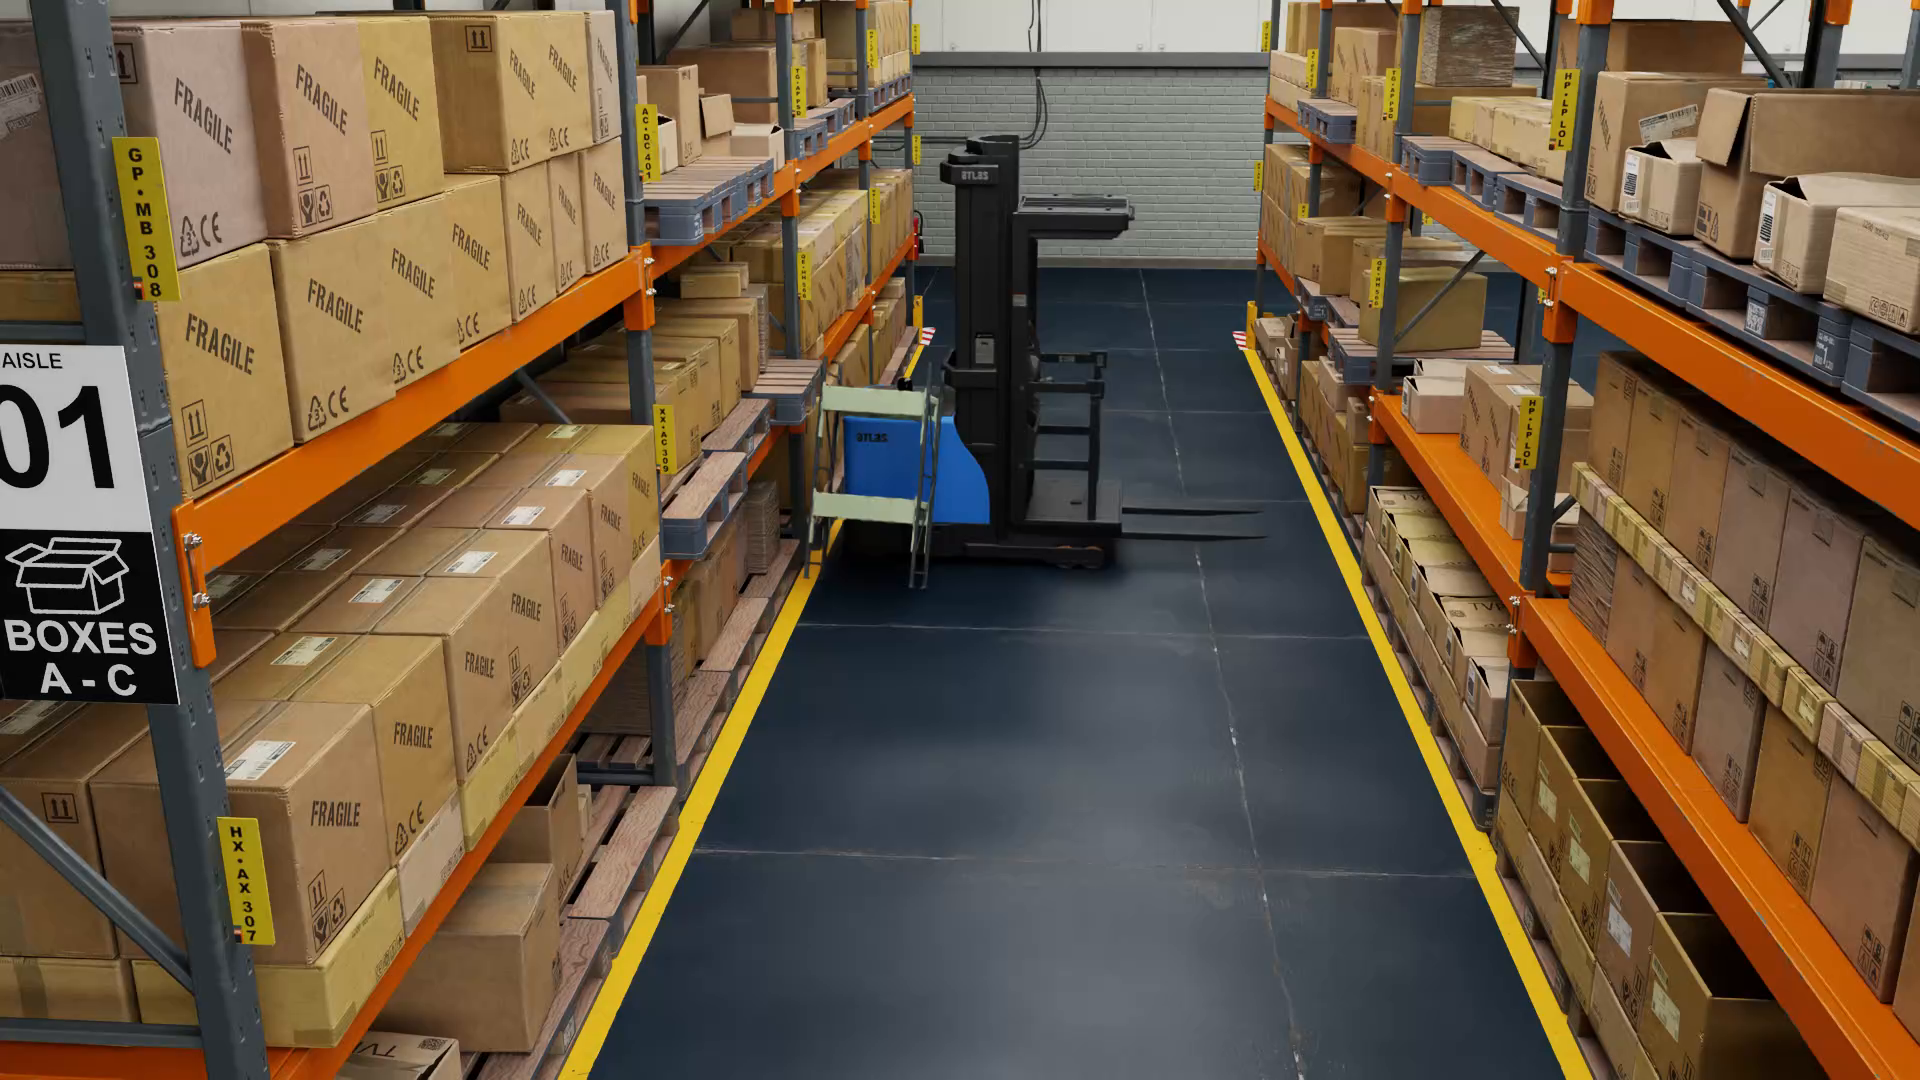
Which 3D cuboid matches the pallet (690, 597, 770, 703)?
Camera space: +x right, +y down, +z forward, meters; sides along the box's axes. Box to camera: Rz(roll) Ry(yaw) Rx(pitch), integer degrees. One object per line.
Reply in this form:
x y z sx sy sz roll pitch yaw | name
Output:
-1.757 0.645 10.114 1.003 0.211 1.213 1 18 4 | pallet

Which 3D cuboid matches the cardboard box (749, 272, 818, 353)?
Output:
-1.320 -1.644 11.952 0.500 0.500 0.500 2 18 6 | cardboard box

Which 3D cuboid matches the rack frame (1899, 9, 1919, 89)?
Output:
8.559 -5.172 13.756 1.000 3.000 0.127 1 18 4 | rack frame

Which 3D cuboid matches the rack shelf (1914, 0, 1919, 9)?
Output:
8.415 -4.019 12.035 1.077 0.370 4.000 1 18 4 | rack shelf

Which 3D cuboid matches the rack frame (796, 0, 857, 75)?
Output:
-1.320 -5.393 14.431 0.949 2.616 0.053 1 18 4 | rack frame

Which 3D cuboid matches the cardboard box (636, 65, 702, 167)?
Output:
-1.689 -2.281 8.916 0.500 0.500 0.500 1 18 2 | cardboard box

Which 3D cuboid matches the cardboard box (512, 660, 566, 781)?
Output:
-1.728 0.625 5.907 0.500 0.250 0.500 1 18 4 | cardboard box

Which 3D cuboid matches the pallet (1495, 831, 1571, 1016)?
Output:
2.946 1.623 7.132 1.003 0.211 1.213 1 18 4 | pallet

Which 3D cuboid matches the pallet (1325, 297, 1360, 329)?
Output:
3.466 -1.704 13.113 1.003 0.211 1.213 1 18 4 | pallet

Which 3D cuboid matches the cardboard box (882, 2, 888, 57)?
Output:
-0.962 -4.875 15.868 0.500 0.500 0.500 1 18 3 | cardboard box

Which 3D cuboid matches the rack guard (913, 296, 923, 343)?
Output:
-1.035 -2.604 19.568 1.175 0.500 0.348 1 18 4 | rack guard

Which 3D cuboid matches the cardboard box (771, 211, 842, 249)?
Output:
-1.220 -2.471 13.273 0.500 0.250 0.500 1 18 3 | cardboard box

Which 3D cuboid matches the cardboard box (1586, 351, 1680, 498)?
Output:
3.019 -0.474 6.810 0.700 0.500 0.500 1 18 4 | cardboard box

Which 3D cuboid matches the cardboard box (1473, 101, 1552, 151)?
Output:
3.336 -2.439 9.799 0.500 0.250 0.500 2 18 5 | cardboard box

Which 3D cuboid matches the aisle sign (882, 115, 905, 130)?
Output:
-0.732 -5.036 18.799 0.394 0.787 0.004 1 18 4 | aisle sign

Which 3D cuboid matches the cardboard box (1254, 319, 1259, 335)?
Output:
3.532 -2.407 18.824 0.380 0.149 0.250 1 18 4 | cardboard box

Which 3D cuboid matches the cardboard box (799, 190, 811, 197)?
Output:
-1.616 -2.960 14.765 0.500 0.250 0.500 2 18 6 | cardboard box

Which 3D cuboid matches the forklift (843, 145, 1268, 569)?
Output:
0.713 -1.326 11.864 3.031 2.867 1.129 2 18 6 | forklift

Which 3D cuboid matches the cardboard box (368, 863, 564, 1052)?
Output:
-1.901 1.547 6.194 0.700 0.500 0.500 0 18 0 | cardboard box

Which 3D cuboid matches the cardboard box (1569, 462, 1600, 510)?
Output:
2.832 -0.225 7.090 0.380 0.149 0.250 1 18 4 | cardboard box

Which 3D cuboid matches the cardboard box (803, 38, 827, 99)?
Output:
-1.496 -3.954 13.987 0.700 0.500 0.500 0 18 1 | cardboard box

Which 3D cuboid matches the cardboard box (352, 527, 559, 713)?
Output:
-1.735 0.274 5.774 0.500 0.500 0.500 2 18 6 | cardboard box

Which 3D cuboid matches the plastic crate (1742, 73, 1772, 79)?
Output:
8.540 -4.814 17.689 0.497 0.269 0.590 1 18 4 | plastic crate

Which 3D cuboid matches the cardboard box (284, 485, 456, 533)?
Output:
-2.221 0.104 6.292 0.500 0.500 0.500 2 18 5 | cardboard box

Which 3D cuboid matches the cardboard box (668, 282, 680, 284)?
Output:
-1.839 -1.651 11.974 0.500 0.500 0.500 1 18 4 | cardboard box

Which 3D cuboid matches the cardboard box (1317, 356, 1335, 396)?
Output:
3.269 -1.355 13.845 0.500 0.250 0.500 1 18 4 | cardboard box

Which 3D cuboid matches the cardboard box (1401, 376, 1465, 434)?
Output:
3.074 -0.875 10.419 0.500 0.311 0.500 1 18 3 | cardboard box

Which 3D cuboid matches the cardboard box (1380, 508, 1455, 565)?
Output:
2.972 -0.031 10.540 0.500 0.311 0.500 1 18 3 | cardboard box

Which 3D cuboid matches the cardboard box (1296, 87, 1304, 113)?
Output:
3.434 -4.099 15.540 0.500 0.250 0.500 1 18 4 | cardboard box

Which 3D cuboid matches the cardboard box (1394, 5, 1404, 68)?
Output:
3.442 -3.591 11.981 0.500 0.500 0.500 1 18 4 | cardboard box

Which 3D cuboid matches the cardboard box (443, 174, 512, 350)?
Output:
-1.785 -0.890 5.313 0.500 0.500 0.500 2 18 7 | cardboard box

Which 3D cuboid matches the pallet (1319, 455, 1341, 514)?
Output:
3.513 -0.475 13.532 1.003 0.211 1.213 1 18 4 | pallet

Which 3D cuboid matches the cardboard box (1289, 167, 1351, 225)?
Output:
3.430 -3.278 15.843 0.500 0.500 0.500 1 18 3 | cardboard box

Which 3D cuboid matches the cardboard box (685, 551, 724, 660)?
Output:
-1.796 0.373 9.776 0.700 0.500 0.500 1 18 5 | cardboard box

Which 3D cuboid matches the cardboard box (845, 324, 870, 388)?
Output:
-1.240 -1.516 15.009 0.750 0.750 0.750 1 18 5 | cardboard box

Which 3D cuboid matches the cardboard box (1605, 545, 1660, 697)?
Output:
2.988 0.306 6.511 0.700 0.500 0.500 1 18 3 | cardboard box

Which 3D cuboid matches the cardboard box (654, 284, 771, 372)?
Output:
-1.633 -1.411 11.043 0.700 0.500 0.500 -1 18 -3 | cardboard box

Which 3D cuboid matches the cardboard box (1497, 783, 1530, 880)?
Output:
2.709 1.296 7.392 0.500 0.250 0.500 1 18 4 | cardboard box

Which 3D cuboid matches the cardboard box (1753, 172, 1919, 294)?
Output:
2.617 -0.892 4.753 0.500 0.311 0.500 3 18 10 | cardboard box

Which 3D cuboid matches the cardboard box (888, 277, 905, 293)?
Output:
-0.814 -2.841 18.575 0.380 0.149 0.250 1 18 3 | cardboard box

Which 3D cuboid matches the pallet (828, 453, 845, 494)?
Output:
-1.388 -0.596 13.903 1.003 0.211 1.213 1 18 4 | pallet

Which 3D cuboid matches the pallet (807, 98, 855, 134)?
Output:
-1.340 -3.591 14.055 0.805 0.209 1.217 1 18 2 | pallet

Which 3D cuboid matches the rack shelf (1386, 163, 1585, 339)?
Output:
3.188 -1.653 8.989 1.077 0.370 4.000 1 18 4 | rack shelf

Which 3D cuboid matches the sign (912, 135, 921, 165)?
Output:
-0.496 -4.431 18.889 0.100 0.325 0.005 1 18 4 | sign

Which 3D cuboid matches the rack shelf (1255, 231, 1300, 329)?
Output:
3.762 -2.712 17.039 1.077 0.370 4.000 1 18 4 | rack shelf

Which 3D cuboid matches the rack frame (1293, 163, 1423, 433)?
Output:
3.618 -2.433 15.031 1.000 3.000 0.127 1 18 4 | rack frame

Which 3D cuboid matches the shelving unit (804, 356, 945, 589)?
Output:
-0.574 -0.452 11.272 0.755 1.500 0.431 5 -1 13 | shelving unit

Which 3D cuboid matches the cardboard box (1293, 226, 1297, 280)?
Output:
3.398 -2.642 15.507 0.500 0.500 0.500 2 18 5 | cardboard box

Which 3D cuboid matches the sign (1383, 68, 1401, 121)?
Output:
2.790 -2.875 10.731 0.100 0.325 0.005 1 18 4 | sign

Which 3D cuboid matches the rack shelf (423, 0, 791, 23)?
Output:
-1.753 -2.998 8.918 1.077 0.370 4.000 1 18 4 | rack shelf

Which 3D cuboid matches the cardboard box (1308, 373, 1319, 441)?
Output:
3.313 -1.144 14.404 0.500 0.500 0.500 2 18 5 | cardboard box

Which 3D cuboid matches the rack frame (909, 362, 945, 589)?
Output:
-0.218 -0.423 11.192 0.023 1.500 0.400 5 -1 13 | rack frame

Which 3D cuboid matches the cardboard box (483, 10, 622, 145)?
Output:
-1.662 -1.854 6.648 0.500 0.500 0.500 0 18 -1 | cardboard box
